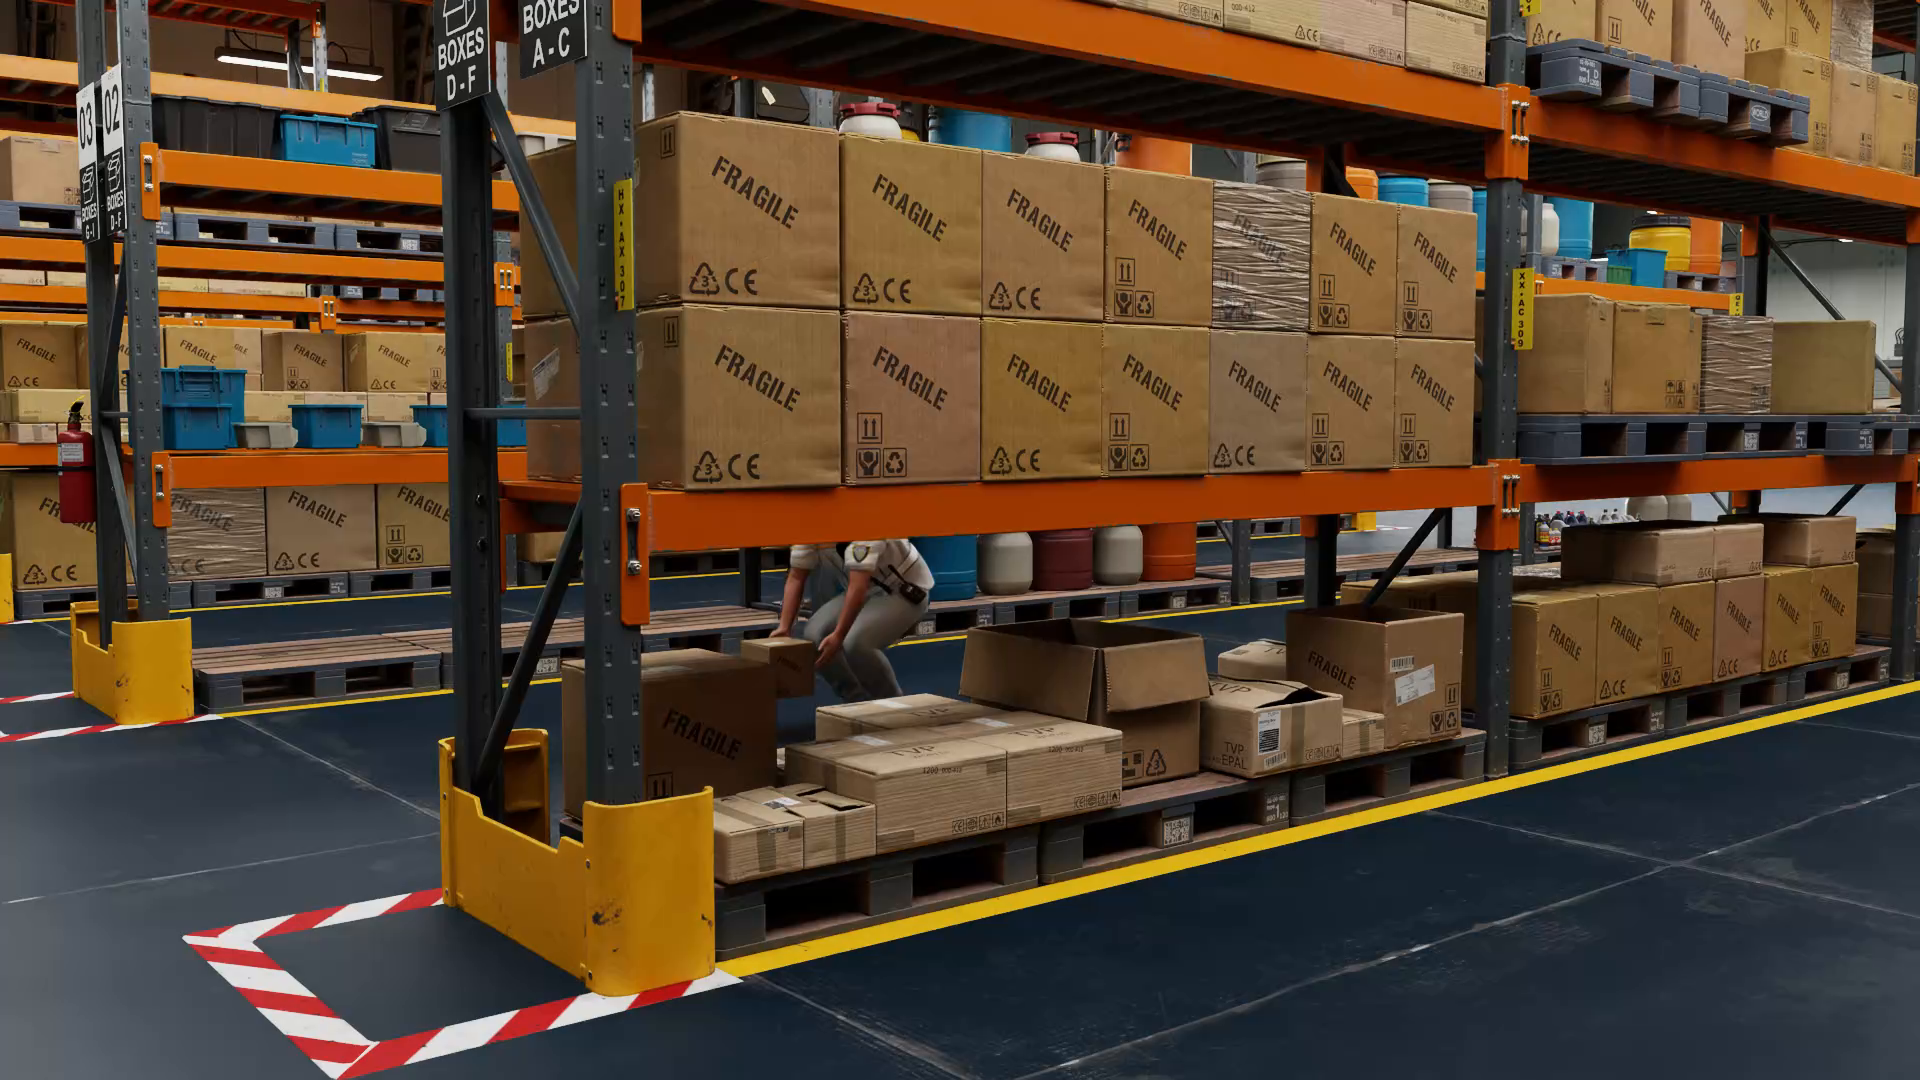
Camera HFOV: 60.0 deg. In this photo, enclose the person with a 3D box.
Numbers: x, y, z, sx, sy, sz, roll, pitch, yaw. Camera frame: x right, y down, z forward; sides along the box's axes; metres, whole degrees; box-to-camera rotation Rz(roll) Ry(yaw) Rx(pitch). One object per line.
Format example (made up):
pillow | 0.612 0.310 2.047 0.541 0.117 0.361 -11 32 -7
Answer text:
person | -0.518 0.291 8.000 0.882 1.242 0.581 -3 5 -39
